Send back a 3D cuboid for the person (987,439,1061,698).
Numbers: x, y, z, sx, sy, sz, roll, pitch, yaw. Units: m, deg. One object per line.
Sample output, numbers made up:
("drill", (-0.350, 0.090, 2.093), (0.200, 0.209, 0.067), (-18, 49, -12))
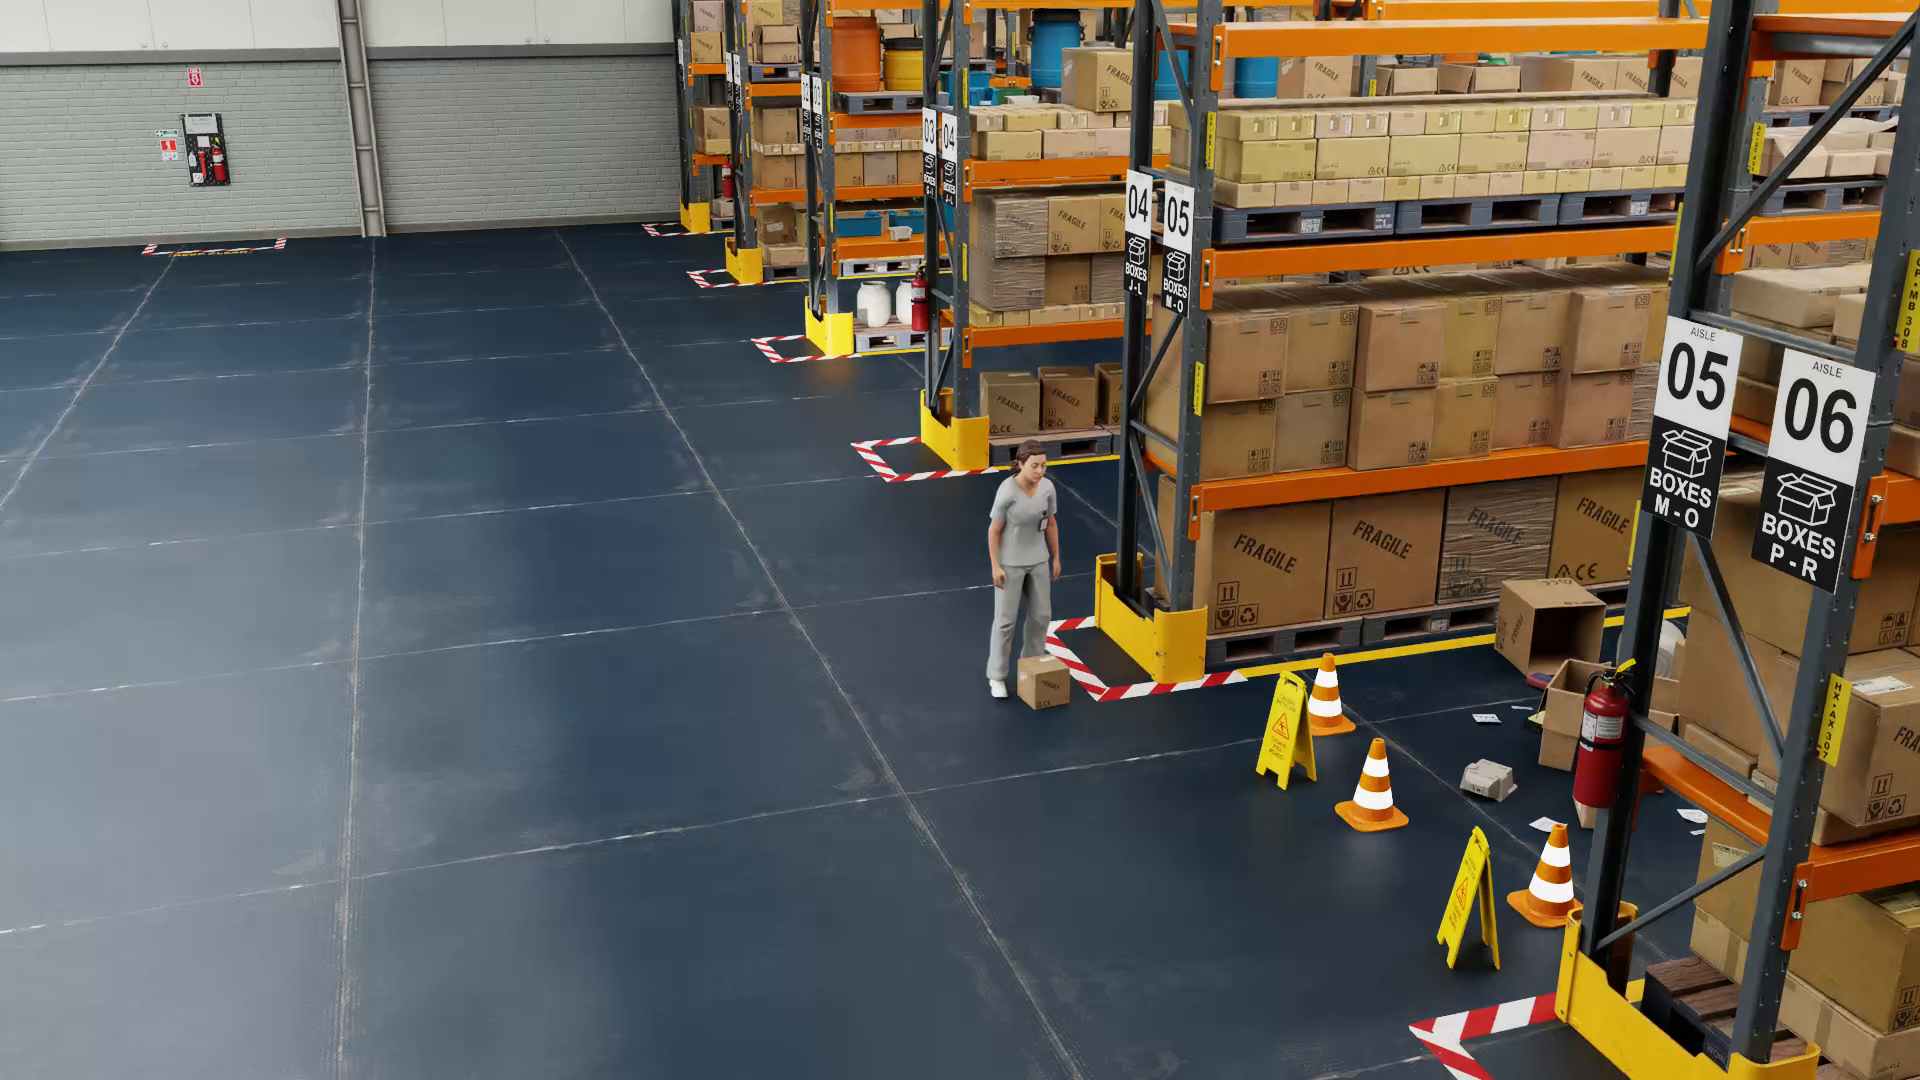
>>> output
("person", (0.404, 0.160, 10.612), (0.512, 1.673, 0.353), (-9, 21, -24))
